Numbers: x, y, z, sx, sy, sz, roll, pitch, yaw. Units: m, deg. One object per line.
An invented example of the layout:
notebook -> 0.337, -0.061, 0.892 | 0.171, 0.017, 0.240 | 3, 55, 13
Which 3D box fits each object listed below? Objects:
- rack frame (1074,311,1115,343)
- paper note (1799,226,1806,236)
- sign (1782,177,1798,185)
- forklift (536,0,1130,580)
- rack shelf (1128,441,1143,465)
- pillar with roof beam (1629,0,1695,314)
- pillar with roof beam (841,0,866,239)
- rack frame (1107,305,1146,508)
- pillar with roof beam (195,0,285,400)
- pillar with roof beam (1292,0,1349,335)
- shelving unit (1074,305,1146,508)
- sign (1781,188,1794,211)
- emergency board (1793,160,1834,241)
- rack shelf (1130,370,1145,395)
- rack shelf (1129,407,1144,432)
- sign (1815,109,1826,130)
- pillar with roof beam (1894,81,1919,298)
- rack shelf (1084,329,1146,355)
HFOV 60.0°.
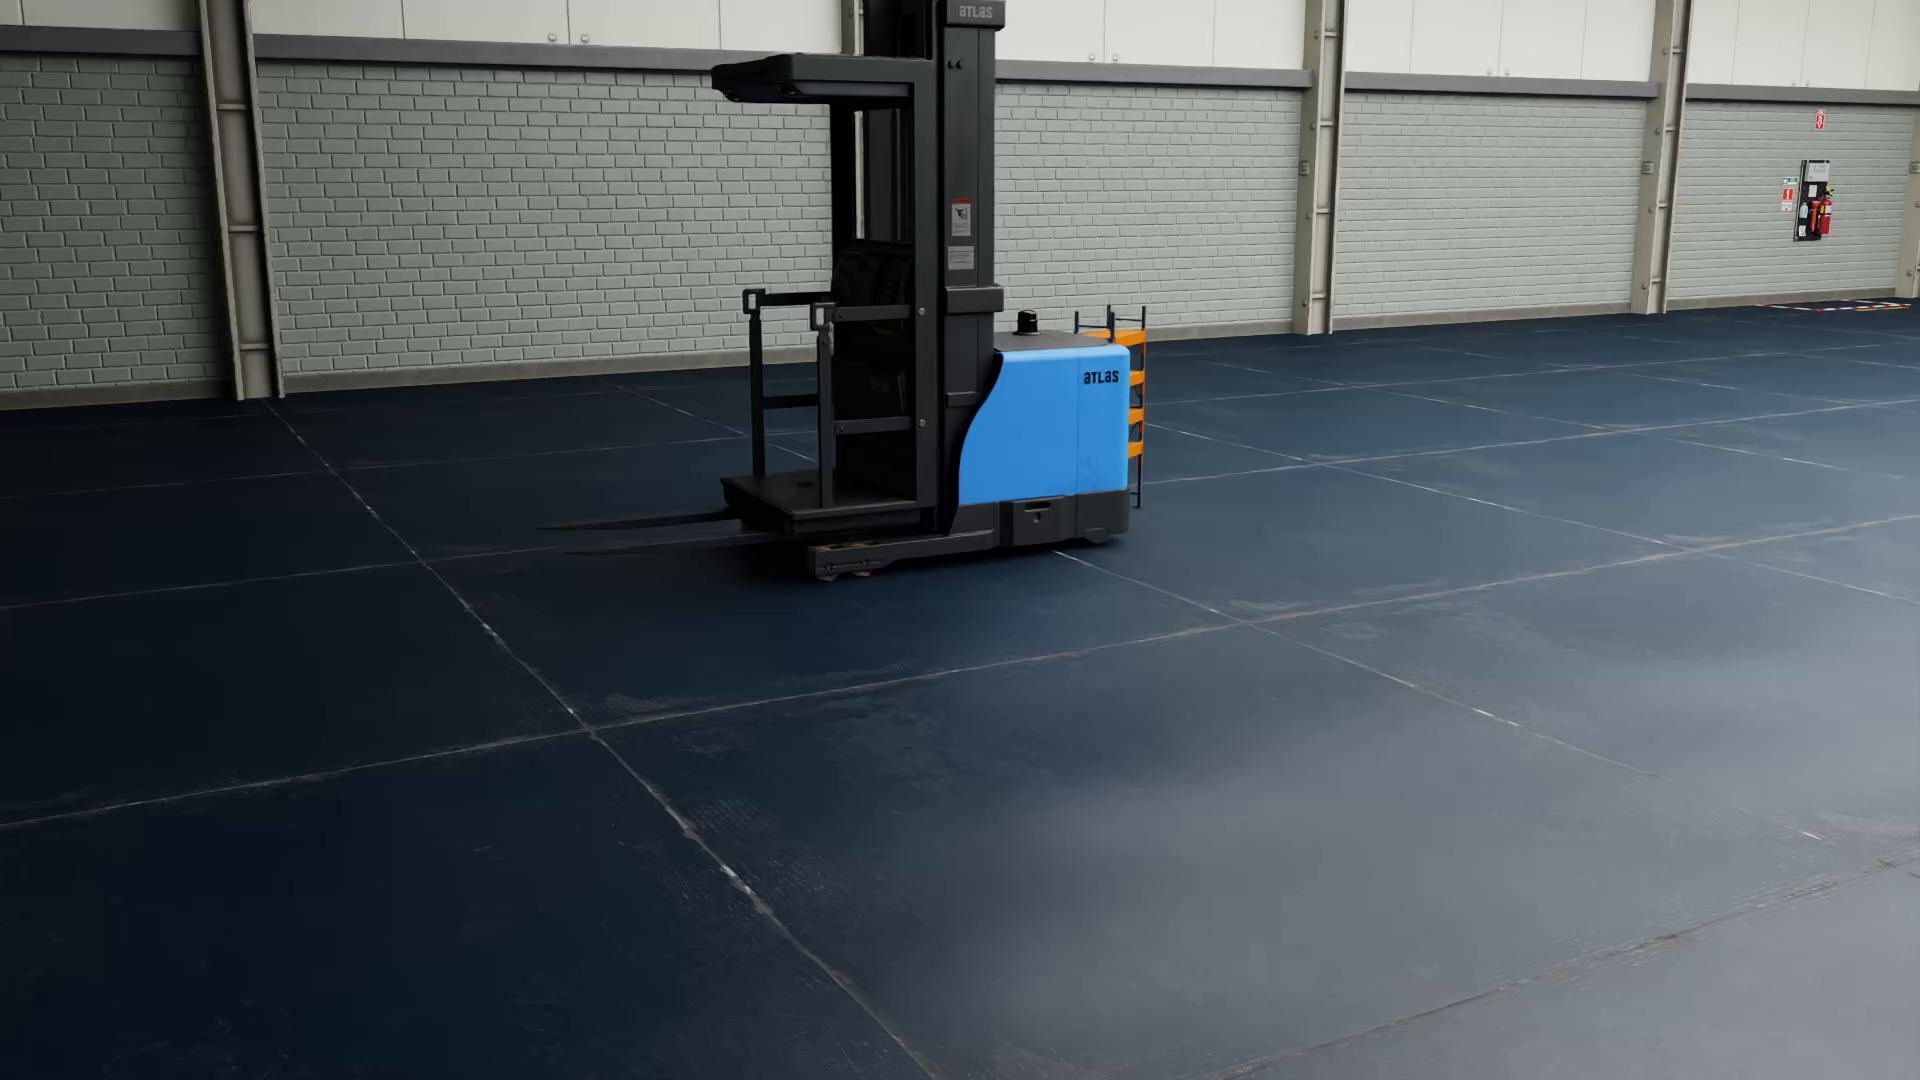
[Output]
rack frame -> 0.758, -0.695, 9.465 | 0.240, 1.200, 0.015 | 6, 14, 26
paper note -> 12.466, -4.573, 24.604 | 0.142, 0.148, 0.016 | -7, 14, -28
sign -> 12.128, -5.245, 24.293 | 0.331, 0.109, 0.001 | -7, 14, -28
forklift -> -0.637, -1.362, 8.484 | 3.031, 2.935, 1.130 | -6, 14, -25
rack shelf -> 0.868, -0.484, 9.736 | 0.258, 0.148, 0.480 | 6, 14, 26
pillar with roof beam -> 11.638, -6.727, 18.503 | 0.400, 9.000, 9.100 | -7, 14, -28
pillar with roof beam -> 1.106, -5.464, 12.894 | 0.400, 9.000, 9.100 | -7, 14, -28
rack frame -> 0.977, -0.791, 9.891 | 0.240, 1.200, 0.015 | 6, 14, 26
pillar with roof beam -> -4.161, -4.833, 10.089 | 0.400, 9.000, 9.100 | -7, 14, -28
pillar with roof beam -> 6.372, -6.095, 15.699 | 0.400, 9.000, 9.100 | -7, 14, -28
shelving unit -> 0.868, -0.743, 9.678 | 0.258, 1.200, 0.503 | 6, 14, 26
sign -> 12.120, -4.987, 24.357 | 0.234, 0.329, 0.001 | -7, 14, -28
emergency board -> 12.655, -5.008, 24.531 | 0.643, 1.169, 0.194 | -7, 14, -28
rack shelf -> 0.868, -0.896, 9.644 | 0.258, 0.148, 0.480 | 6, 14, 26
rack shelf -> 0.868, -0.677, 9.693 | 0.258, 0.148, 0.480 | 6, 14, 26
sign -> 12.600, -6.157, 24.358 | 0.199, 0.298, 0.001 | -7, 14, -28
pillar with roof beam -> 16.905, -7.358, 21.308 | 0.400, 9.000, 9.100 | -7, 14, -28
rack shelf -> 0.868, -1.126, 9.592 | 0.258, 0.148, 0.480 | 6, 14, 26
